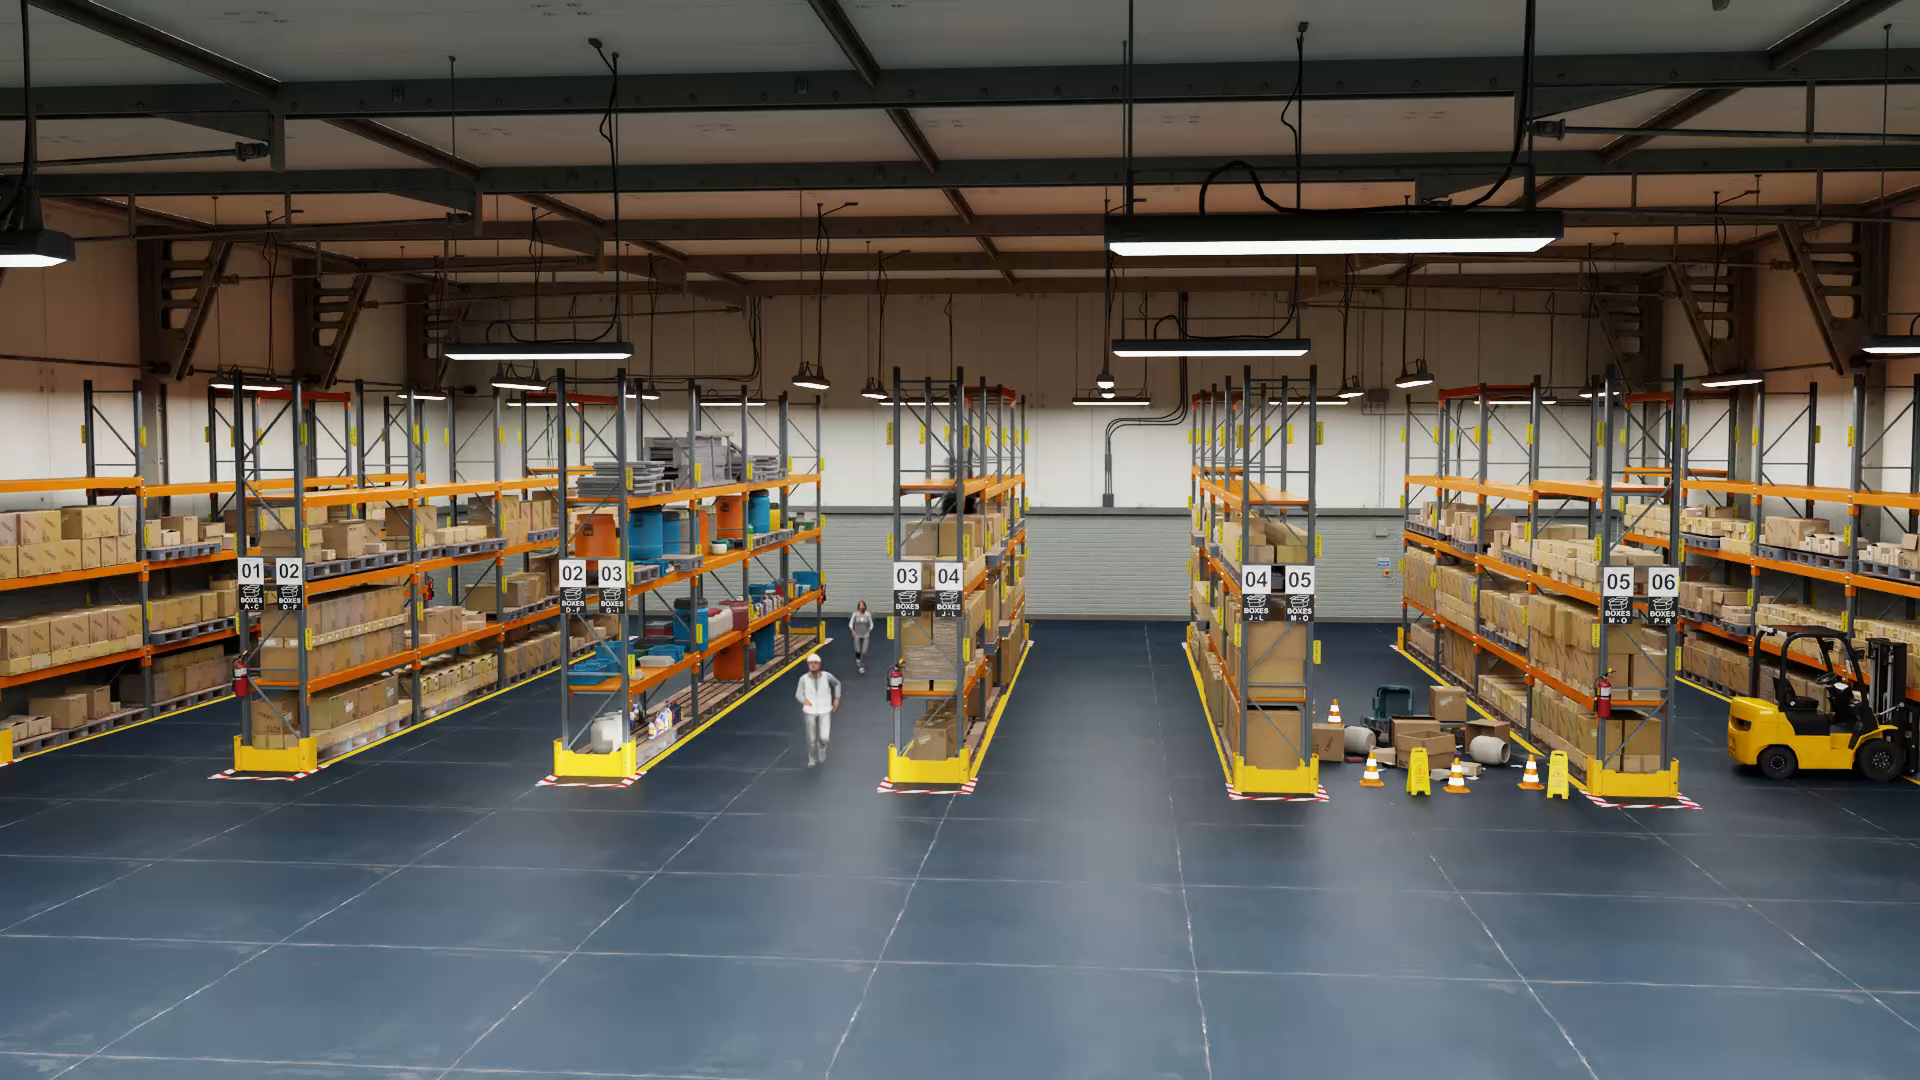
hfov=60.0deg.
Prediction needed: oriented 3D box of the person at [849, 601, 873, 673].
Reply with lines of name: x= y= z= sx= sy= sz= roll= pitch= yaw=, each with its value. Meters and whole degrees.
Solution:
person: x=-2.090 y=2.054 z=35.277 sx=0.508 sy=1.539 sz=0.512 roll=0 pitch=4 yaw=-6

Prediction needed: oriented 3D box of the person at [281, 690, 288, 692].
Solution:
person: x=-11.987 y=2.278 z=29.850 sx=0.692 sy=1.724 sz=0.607 roll=0 pitch=4 yaw=-4

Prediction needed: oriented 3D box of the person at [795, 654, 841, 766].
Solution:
person: x=-2.134 y=2.572 z=25.021 sx=0.678 sy=1.726 sz=0.756 roll=0 pitch=4 yaw=-3
